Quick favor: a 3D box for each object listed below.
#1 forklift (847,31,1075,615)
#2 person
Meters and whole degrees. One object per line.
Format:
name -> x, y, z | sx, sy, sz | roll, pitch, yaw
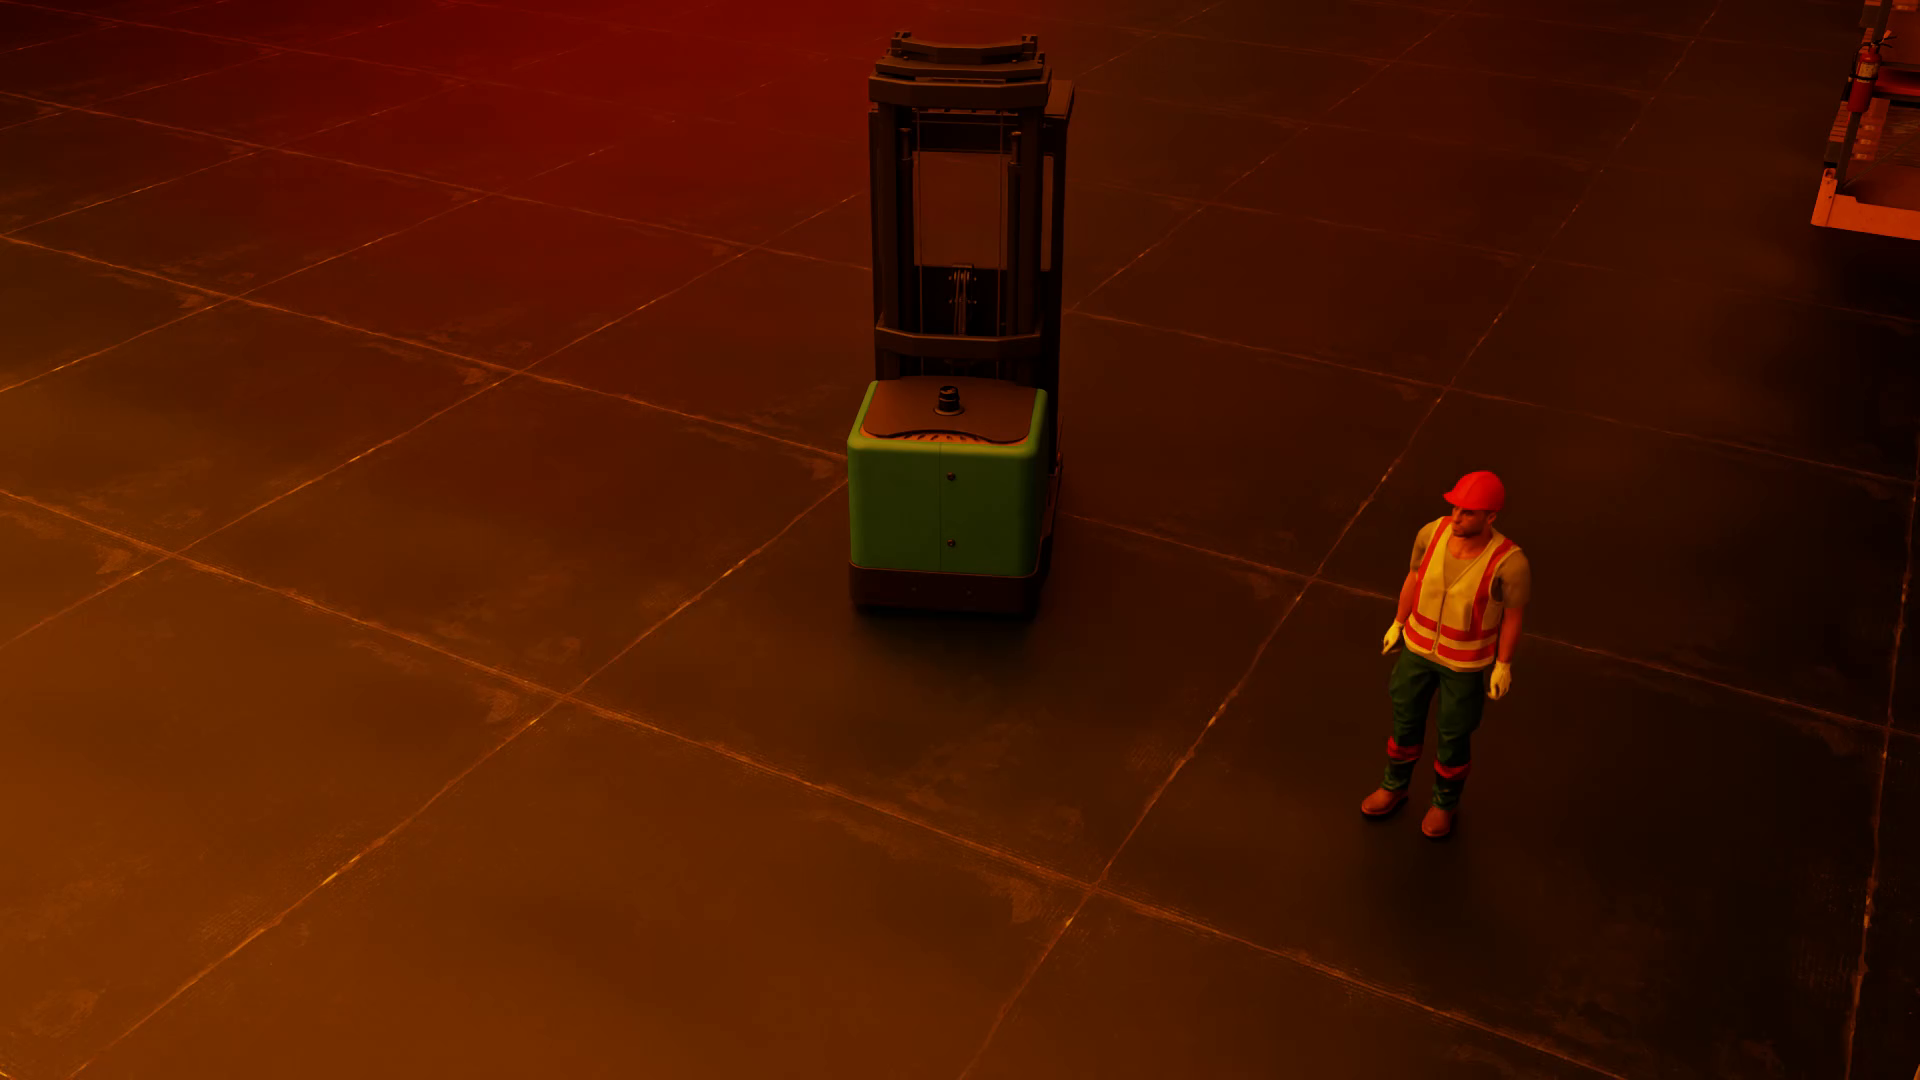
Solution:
forklift -> 0.072, -1.572, 9.794 | 1.130, 2.935, 3.031 | 3, 30, 6
person -> 2.135, 0.507, 7.336 | 0.604, 1.795, 0.374 | 23, 37, 34
